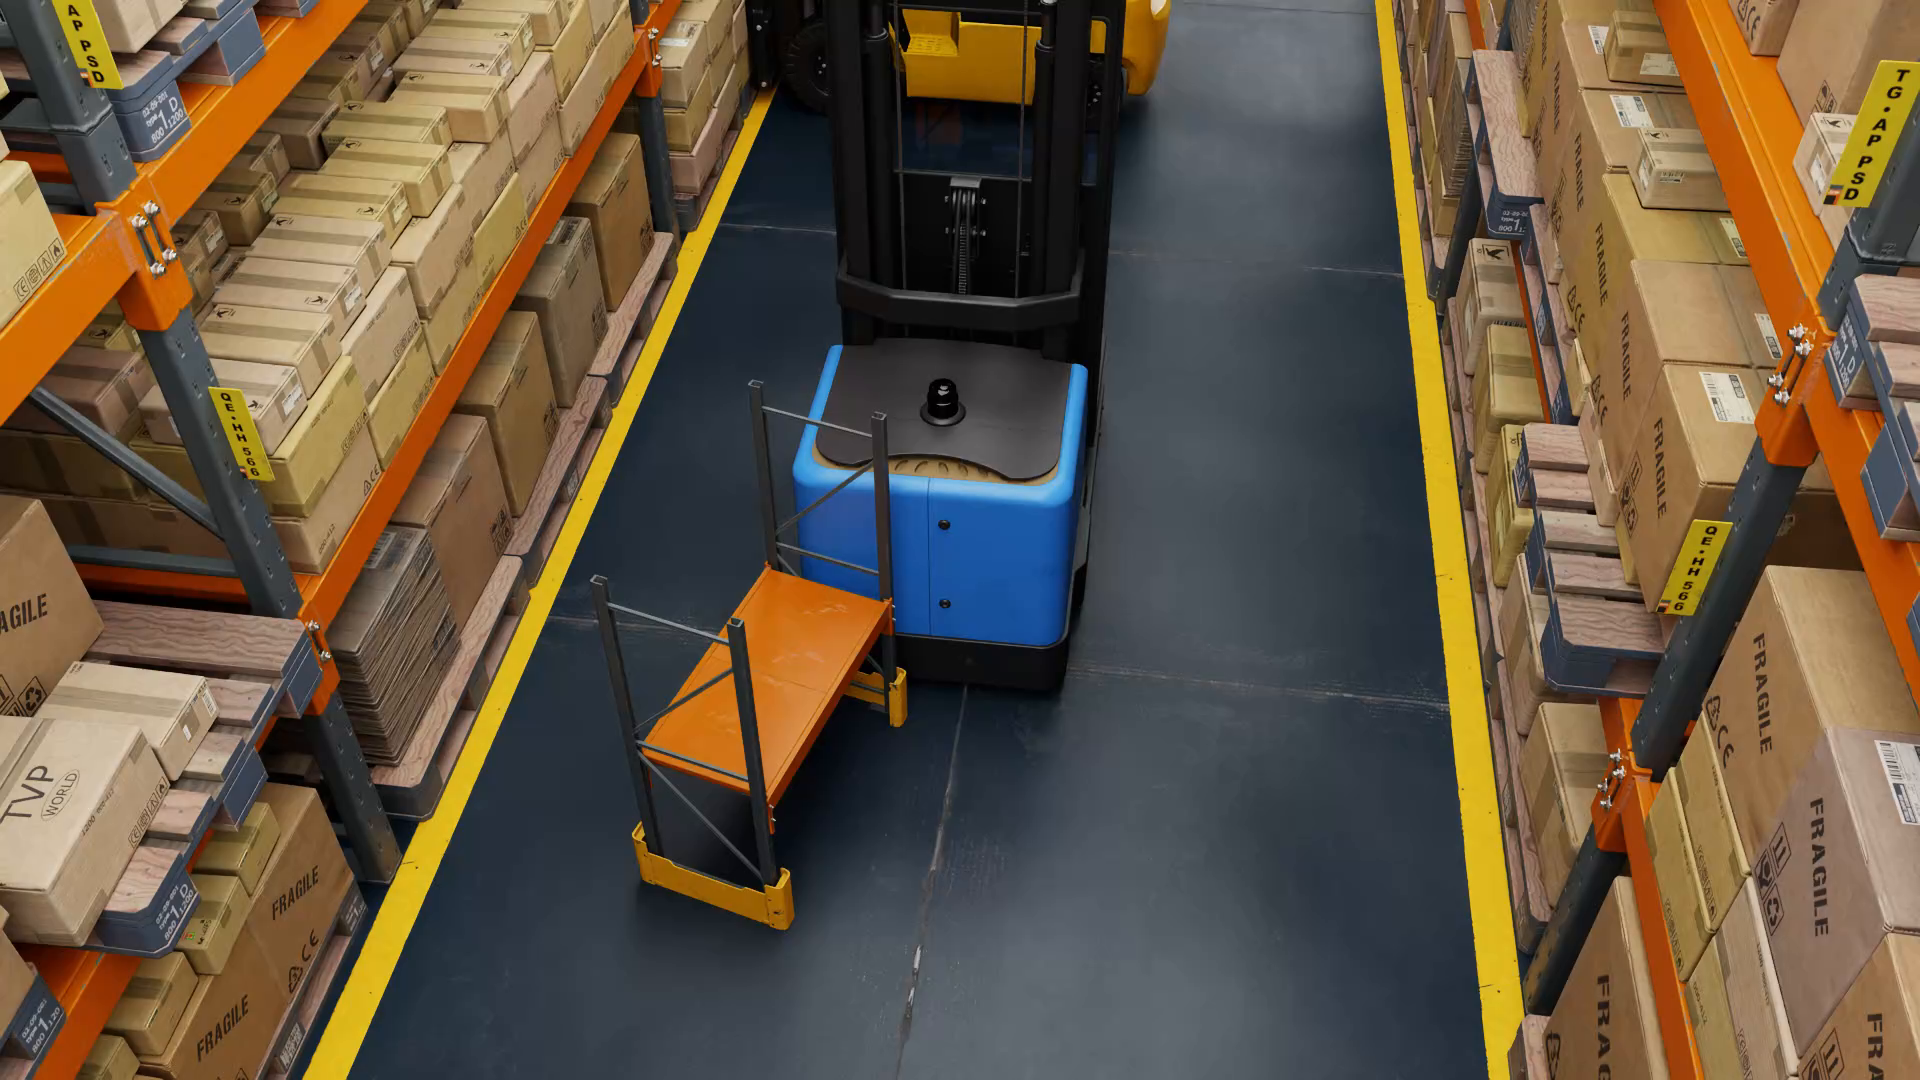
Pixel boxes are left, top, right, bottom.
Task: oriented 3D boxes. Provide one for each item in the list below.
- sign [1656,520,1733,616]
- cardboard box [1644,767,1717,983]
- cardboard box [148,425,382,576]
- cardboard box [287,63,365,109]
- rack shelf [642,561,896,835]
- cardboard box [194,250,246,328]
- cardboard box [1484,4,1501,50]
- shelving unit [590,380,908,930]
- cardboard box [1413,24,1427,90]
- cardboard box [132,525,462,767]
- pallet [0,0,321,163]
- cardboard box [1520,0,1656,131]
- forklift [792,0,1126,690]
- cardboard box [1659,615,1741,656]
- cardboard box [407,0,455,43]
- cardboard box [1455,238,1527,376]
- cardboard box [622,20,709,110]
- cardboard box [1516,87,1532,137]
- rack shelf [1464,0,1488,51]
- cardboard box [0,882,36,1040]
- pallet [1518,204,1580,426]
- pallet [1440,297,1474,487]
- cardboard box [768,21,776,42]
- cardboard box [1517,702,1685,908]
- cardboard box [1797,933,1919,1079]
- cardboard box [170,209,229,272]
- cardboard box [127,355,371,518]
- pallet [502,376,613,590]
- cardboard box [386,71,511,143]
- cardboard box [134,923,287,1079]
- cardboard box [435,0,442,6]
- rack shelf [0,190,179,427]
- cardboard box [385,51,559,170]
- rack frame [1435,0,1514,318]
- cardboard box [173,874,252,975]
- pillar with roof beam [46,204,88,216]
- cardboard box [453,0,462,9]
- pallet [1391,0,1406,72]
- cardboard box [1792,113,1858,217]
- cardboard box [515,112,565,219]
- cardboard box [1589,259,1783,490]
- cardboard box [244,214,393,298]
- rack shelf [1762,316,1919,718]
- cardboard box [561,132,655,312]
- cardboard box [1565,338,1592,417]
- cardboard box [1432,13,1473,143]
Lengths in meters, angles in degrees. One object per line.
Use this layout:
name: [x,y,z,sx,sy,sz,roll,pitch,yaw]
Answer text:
sign: [1.858,0.073,4.206,0.100,0.325,0.005,5,44,6]
cardboard box: [2.084,0.873,4.255,0.500,0.250,0.500,5,44,5]
cardboard box: [-2.222,-0.166,5.353,0.500,0.250,0.500,5,44,6]
cardboard box: [-2.501,-1.684,6.302,0.380,0.149,0.250,6,44,6]
rack shelf: [-0.672,0.529,5.862,0.538,0.185,1.000,16,46,16]
cardboard box: [-2.673,-0.748,5.603,0.500,0.250,0.500,6,44,6]
cardboard box: [2.667,-2.374,7.758,0.380,0.149,0.250,5,44,5]
shelving unit: [-0.675,0.404,5.733,0.587,1.500,1.083,16,46,16]
cardboard box: [2.940,-2.853,9.776,0.500,0.250,0.500,8,44,8]
cardboard box: [-2.427,0.345,6.125,0.875,0.625,0.625,7,44,7]
pallet: [-2.522,-1.432,4.536,1.213,0.211,1.003,7,44,7]
cardboard box: [2.515,-1.880,6.459,0.500,0.500,0.500,5,44,6]
forklift: [0.083,-1.494,6.696,1.130,2.935,3.031,5,44,5]
cardboard box: [2.208,0.202,4.732,0.380,0.149,0.250,7,44,7]
cardboard box: [-2.392,-2.130,7.063,0.500,0.250,0.500,5,44,5]
cardboard box: [2.860,-1.059,7.792,0.950,0.372,0.625,6,44,6]
cardboard box: [-1.619,-2.485,8.660,0.500,0.250,0.500,5,44,5]
cardboard box: [2.498,-1.762,6.806,0.380,0.149,0.250,6,44,6]
rack shelf: [3.191,-3.320,9.098,1.077,0.370,4.000,5,44,6]
cardboard box: [-2.555,0.999,3.633,0.797,0.503,0.637,4,44,5]
pallet: [2.619,-0.775,6.026,1.003,0.211,1.213,5,44,6]
pallet: [2.825,-0.675,7.809,1.003,0.211,1.213,5,44,6]
cardboard box: [-1.411,-3.164,10.104,0.500,0.250,0.500,7,44,7]
cardboard box: [2.482,0.926,5.697,0.950,0.372,0.625,3,43,3]
cardboard box: [1.950,1.113,3.093,0.500,0.500,0.500,6,44,7]
cardboard box: [-2.699,-0.986,5.565,0.380,0.149,0.250,4,44,5]
cardboard box: [-2.197,-0.346,5.179,0.500,0.250,0.500,5,44,5]
pallet: [-2.212,-0.315,7.429,1.003,0.211,1.213,5,44,6]
cardboard box: [-1.917,-1.624,6.239,0.380,0.149,0.250,4,44,4]
cardboard box: [-2.442,1.462,5.036,0.500,0.500,0.500,5,44,5]
cardboard box: [-2.375,-2.370,7.027,0.380,0.149,0.250,5,44,5]
rack shelf: [-2.787,0.594,2.782,1.077,0.370,4.000,5,44,6]
cardboard box: [-1.940,-1.737,6.648,0.500,0.250,0.500,6,44,6]
rack frame: [2.926,-2.218,7.411,1.000,3.000,0.127,5,44,6]
cardboard box: [-2.343,1.127,4.918,0.380,0.149,0.250,3,44,3]
pillar with roof beam: [1.023,-2.698,3.555,9.100,9.000,0.400,5,44,6]
cardboard box: [-1.920,-2.346,7.002,0.380,0.149,0.250,5,44,5]
pallet: [3.303,-3.329,10.613,1.003,0.211,1.213,5,44,6]
cardboard box: [2.256,-0.894,4.013,0.380,0.149,0.250,5,44,6]
cardboard box: [-1.958,-1.566,6.832,0.500,0.250,0.500,5,44,6]
cardboard box: [2.240,-0.477,4.978,0.500,0.500,0.500,5,44,5]
cardboard box: [-2.124,-0.942,5.518,0.380,0.149,0.250,6,44,6]
rack shelf: [2.133,1.043,2.308,1.077,0.370,4.000,5,44,6]
cardboard box: [-2.052,-1.600,8.180,0.875,0.625,0.625,7,44,7]
cardboard box: [2.224,-0.523,5.498,0.380,0.149,0.250,6,44,6]
cardboard box: [2.804,-2.419,8.772,0.500,0.500,0.500,6,44,6]
